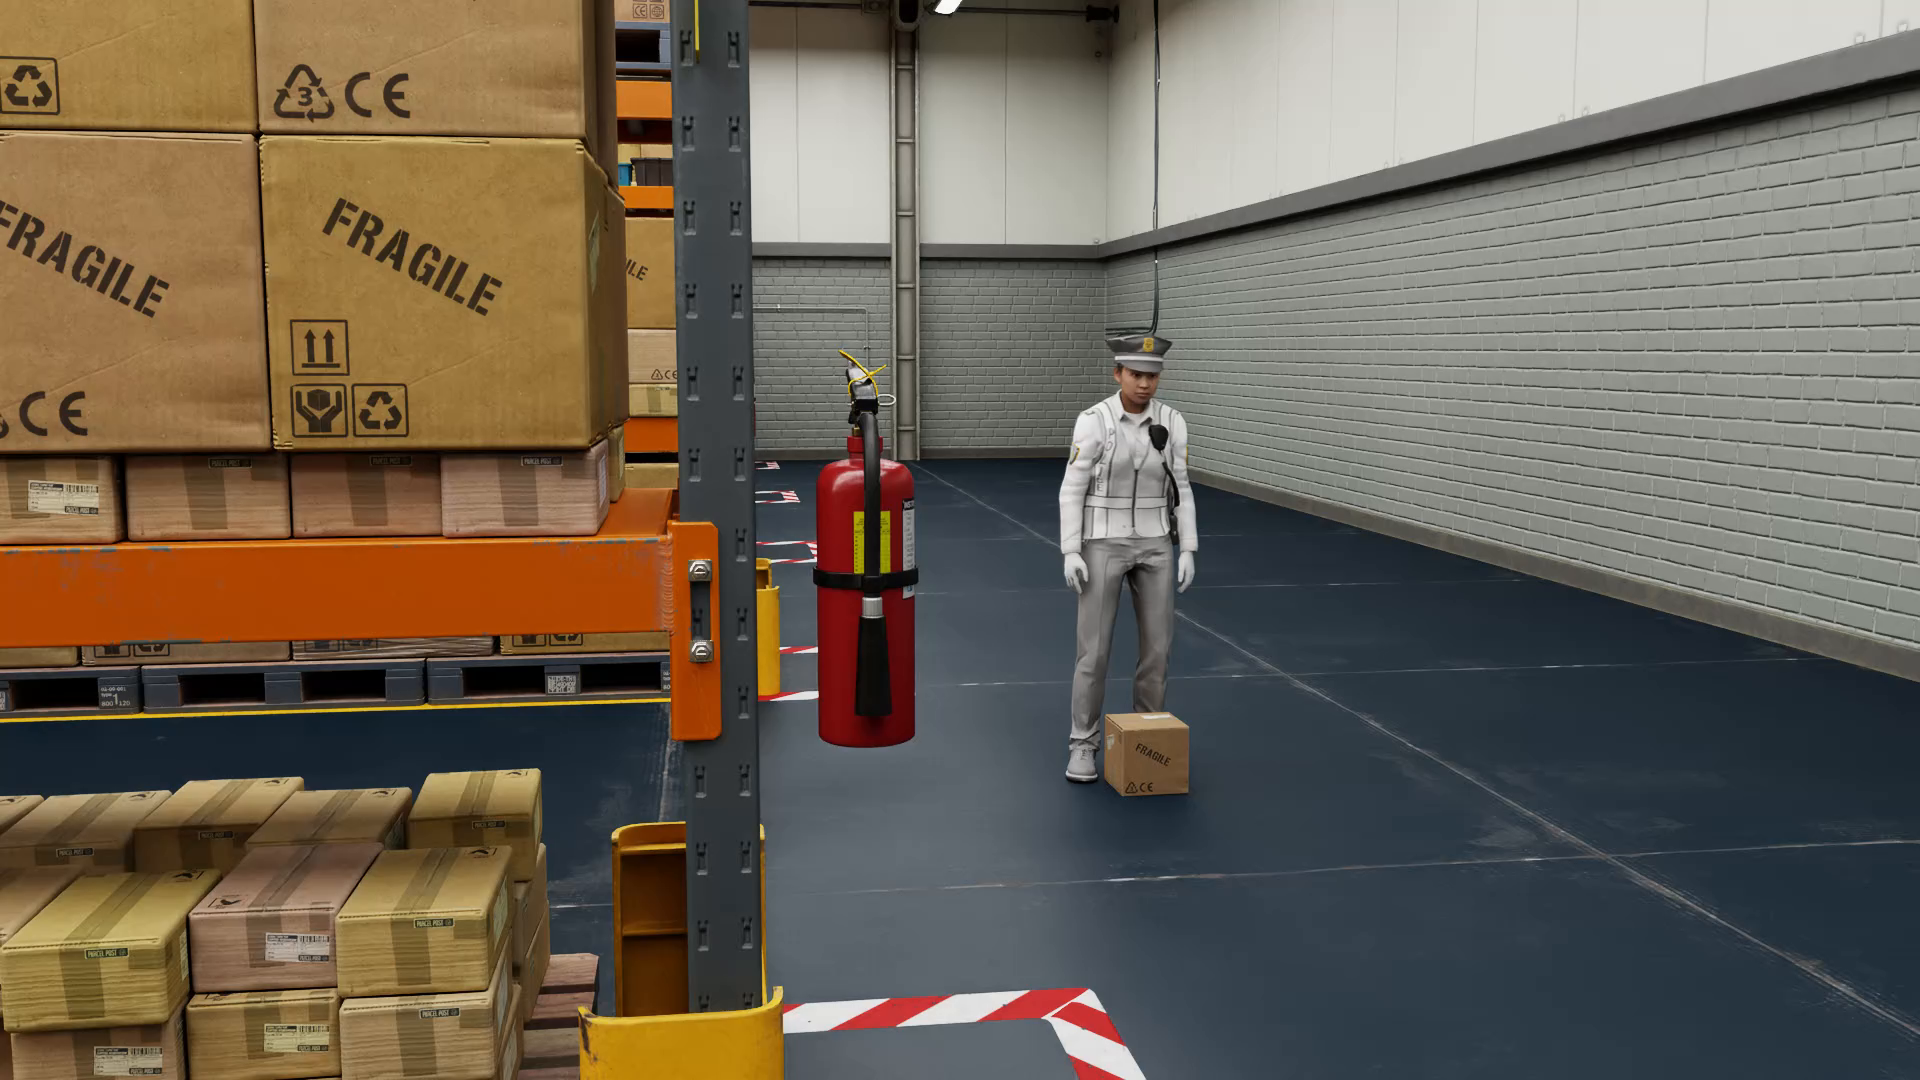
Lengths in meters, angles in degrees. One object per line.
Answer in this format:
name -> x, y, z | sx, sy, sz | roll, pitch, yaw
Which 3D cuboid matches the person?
person -> 0.639, 0.061, 6.296 | 0.529, 1.664, 0.371 | -1, 7, -8
